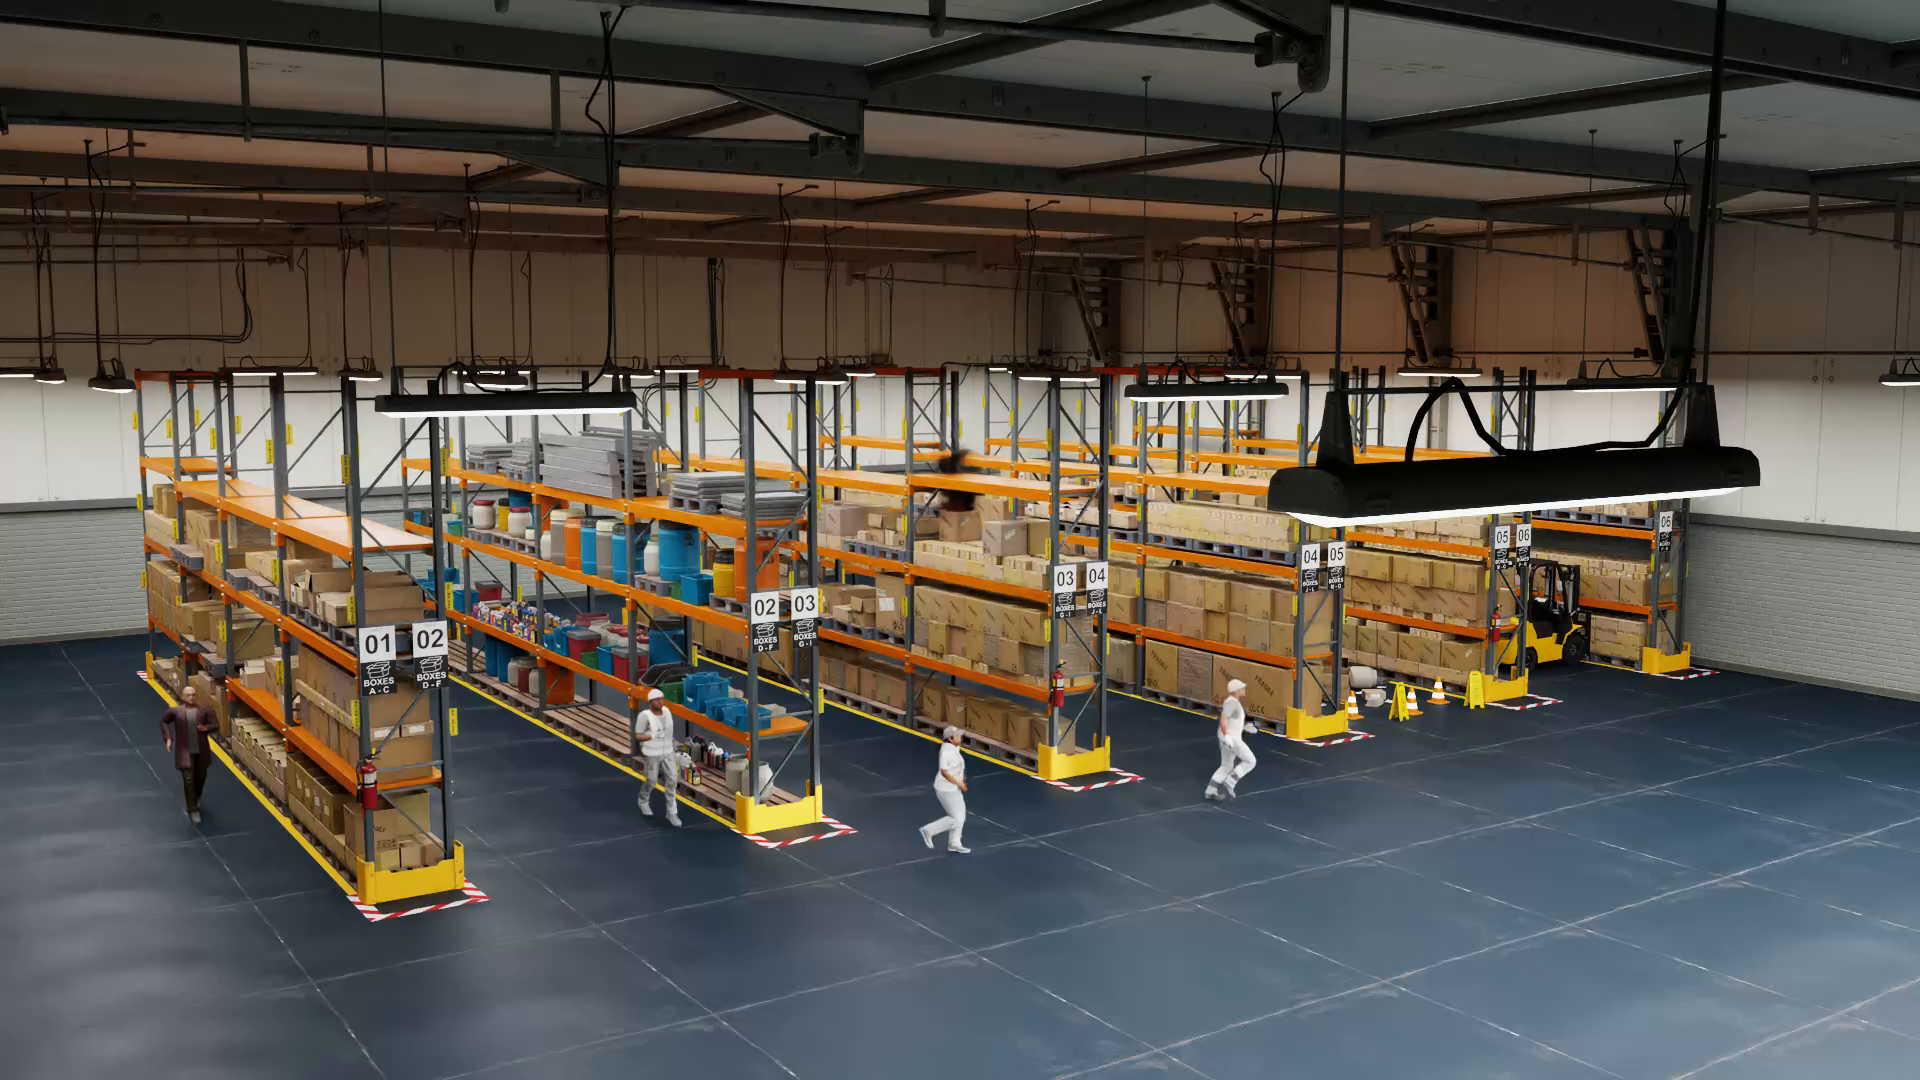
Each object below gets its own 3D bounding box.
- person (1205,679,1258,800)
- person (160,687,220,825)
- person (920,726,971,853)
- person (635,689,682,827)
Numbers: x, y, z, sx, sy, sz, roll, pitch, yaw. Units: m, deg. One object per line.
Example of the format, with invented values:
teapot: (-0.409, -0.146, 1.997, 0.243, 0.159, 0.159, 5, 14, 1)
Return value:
person: (3.837, 2.811, 23.461, 0.752, 1.710, 0.582, -1, 6, -5)
person: (-10.424, 2.874, 22.585, 0.695, 1.783, 1.043, -5, 8, -35)
person: (-0.189, 3.162, 21.064, 0.655, 1.652, 0.608, 0, 6, -3)
person: (-4.064, 2.902, 22.373, 0.669, 1.816, 0.843, -5, 8, -39)
